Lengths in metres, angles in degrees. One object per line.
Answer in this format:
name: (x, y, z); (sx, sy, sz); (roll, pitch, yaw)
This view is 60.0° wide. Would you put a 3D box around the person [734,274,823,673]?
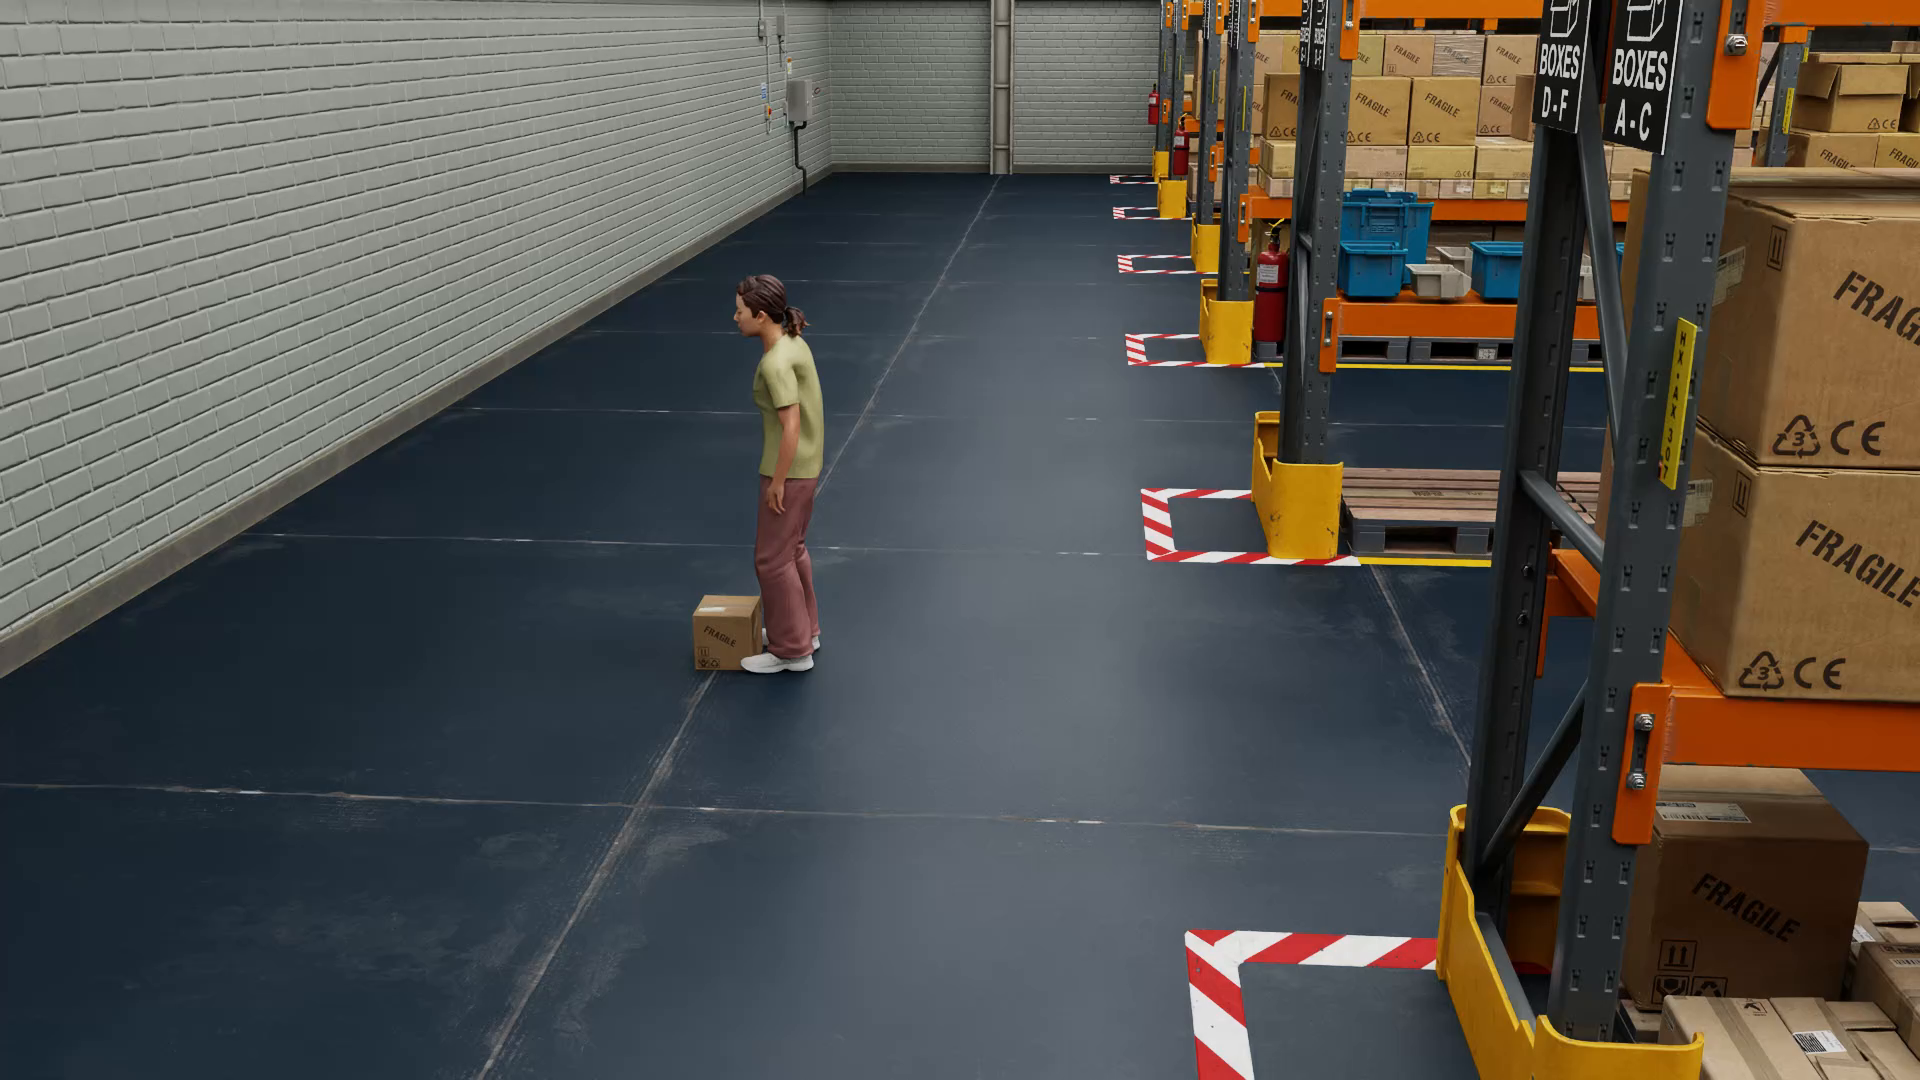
person: (-0.748, -0.275, 6.921); (0.365, 1.671, 0.515); (0, 18, 1)
